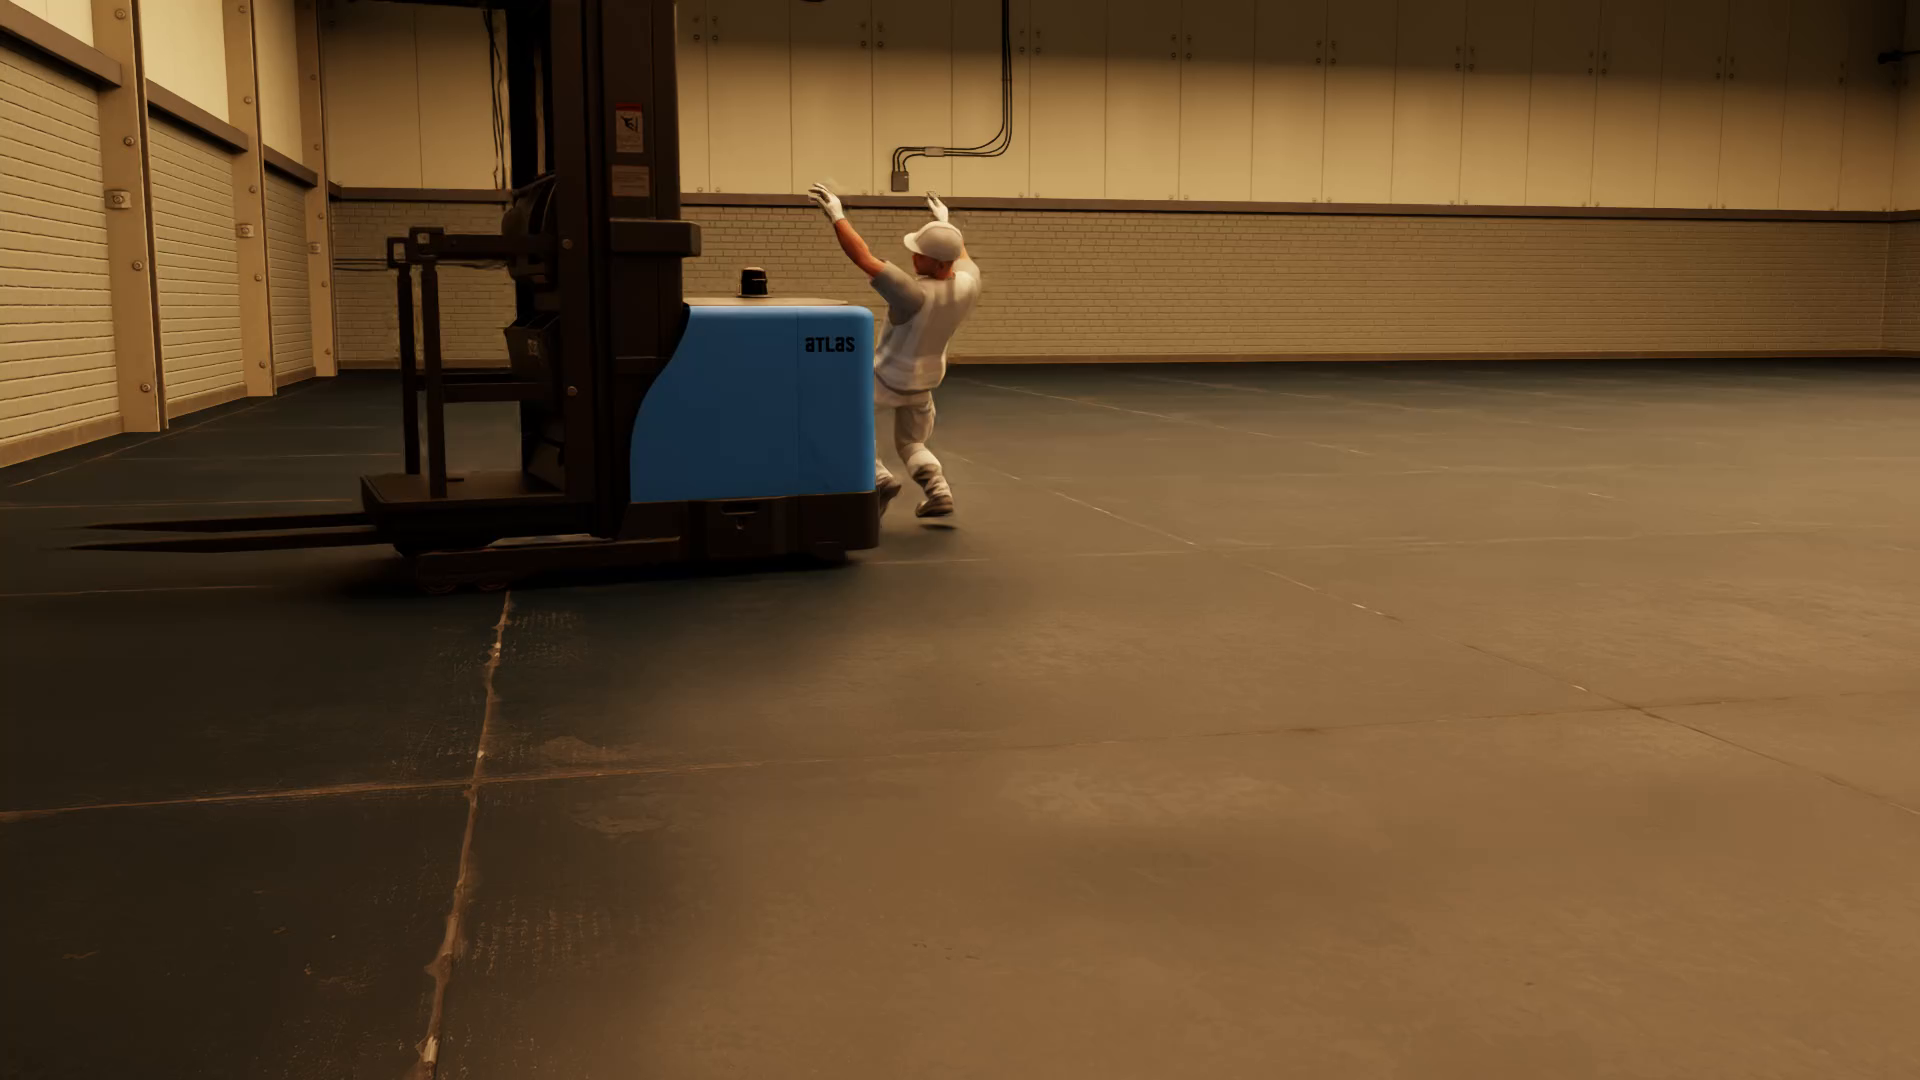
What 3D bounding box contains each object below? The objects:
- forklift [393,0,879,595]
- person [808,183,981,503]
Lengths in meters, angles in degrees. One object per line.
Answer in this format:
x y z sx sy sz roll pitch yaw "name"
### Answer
-1.907 -1.330 6.634 3.031 2.935 1.130 -3 9 -23 "forklift"
-0.300 -0.916 8.016 0.999 1.548 0.774 -8 11 -43 "person"
